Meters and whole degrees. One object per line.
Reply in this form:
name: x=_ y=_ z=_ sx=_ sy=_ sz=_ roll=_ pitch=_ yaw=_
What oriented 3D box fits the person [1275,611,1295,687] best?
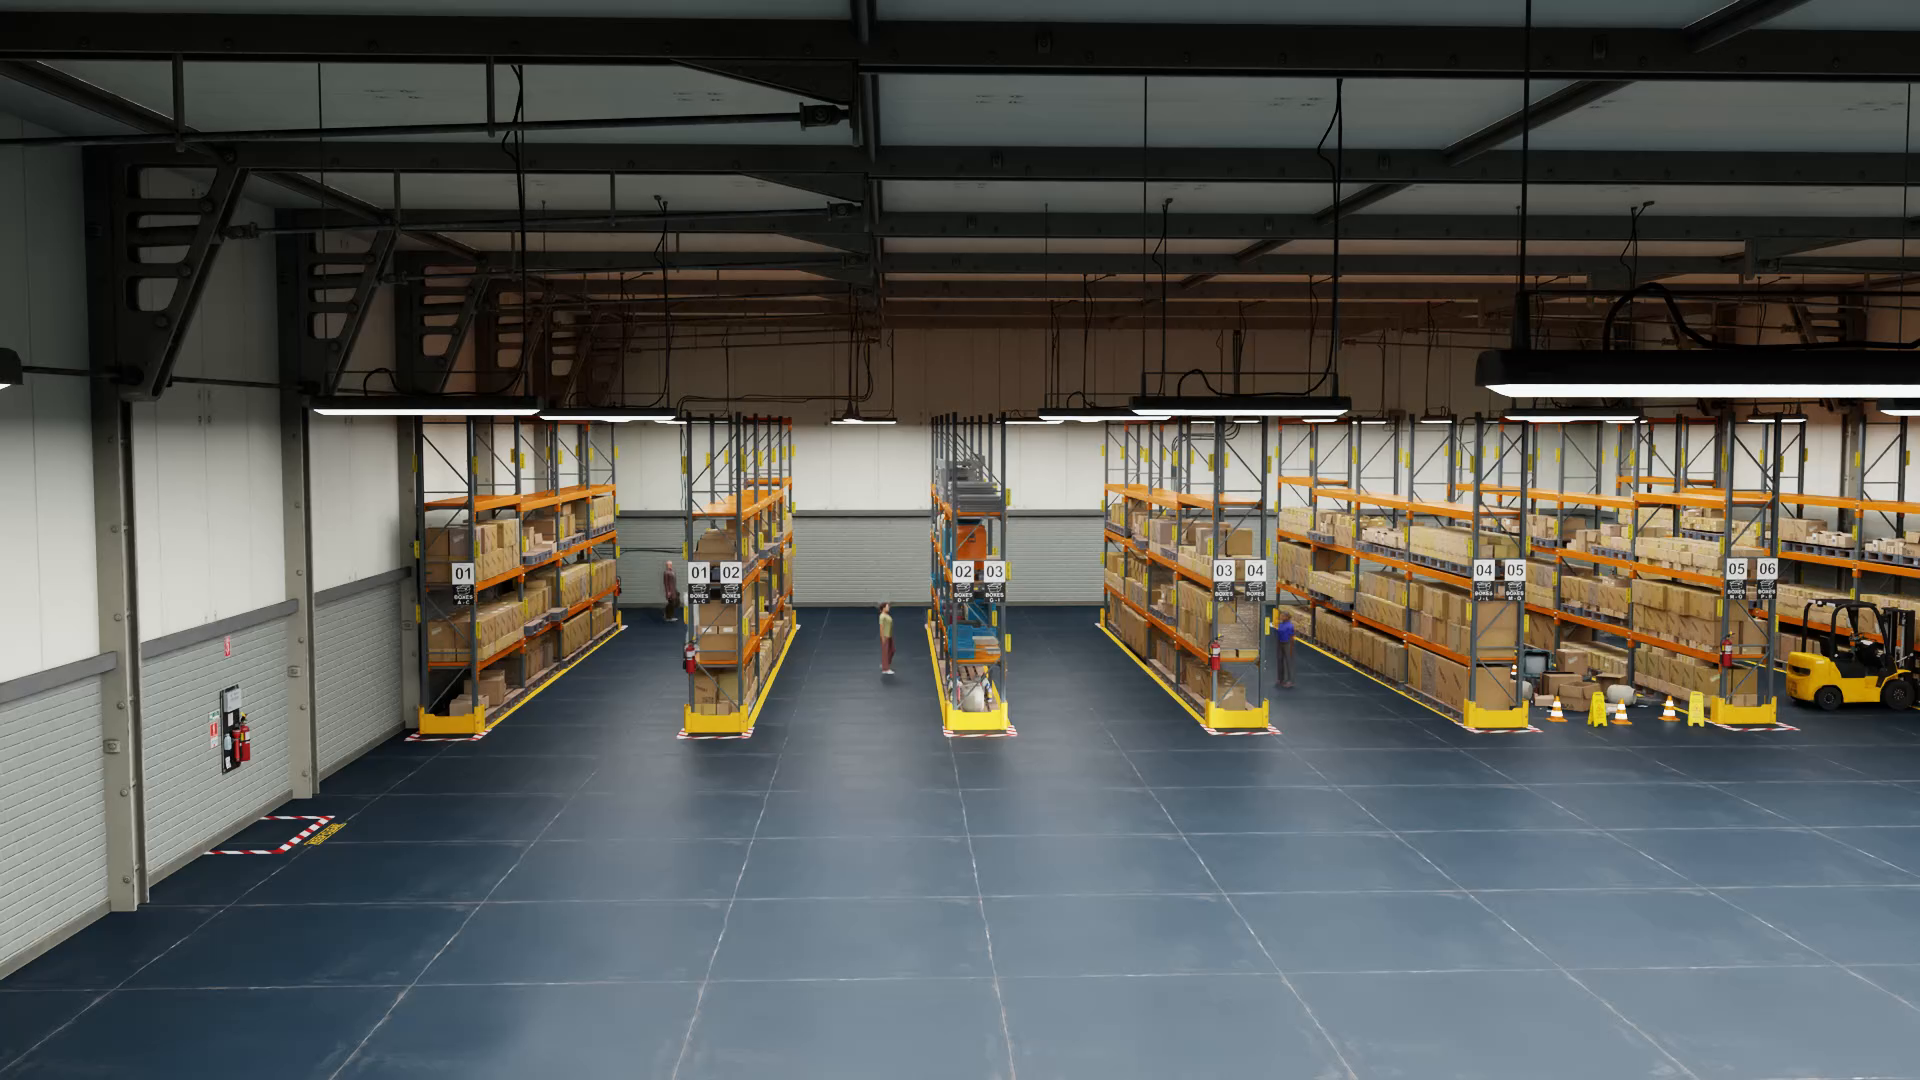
person: x=7.176 y=2.387 z=36.769 sx=0.378 sy=1.656 sz=0.520 roll=-2 pitch=5 yaw=-33

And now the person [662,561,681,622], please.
person: x=-8.490 y=1.500 z=48.750 sx=0.548 sy=1.763 sz=0.595 roll=0 pitch=4 yaw=5

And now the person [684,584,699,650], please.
person: x=-6.791 y=1.947 z=42.451 sx=0.501 sy=1.787 sz=0.607 roll=0 pitch=4 yaw=1

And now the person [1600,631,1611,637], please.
person: x=17.483 y=1.811 z=45.167 sx=0.474 sy=1.662 sz=0.529 roll=2 pitch=4 yaw=29

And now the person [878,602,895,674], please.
person: x=-1.706 y=2.268 z=38.566 sx=0.463 sy=1.689 sz=0.519 roll=1 pitch=4 yaw=16
